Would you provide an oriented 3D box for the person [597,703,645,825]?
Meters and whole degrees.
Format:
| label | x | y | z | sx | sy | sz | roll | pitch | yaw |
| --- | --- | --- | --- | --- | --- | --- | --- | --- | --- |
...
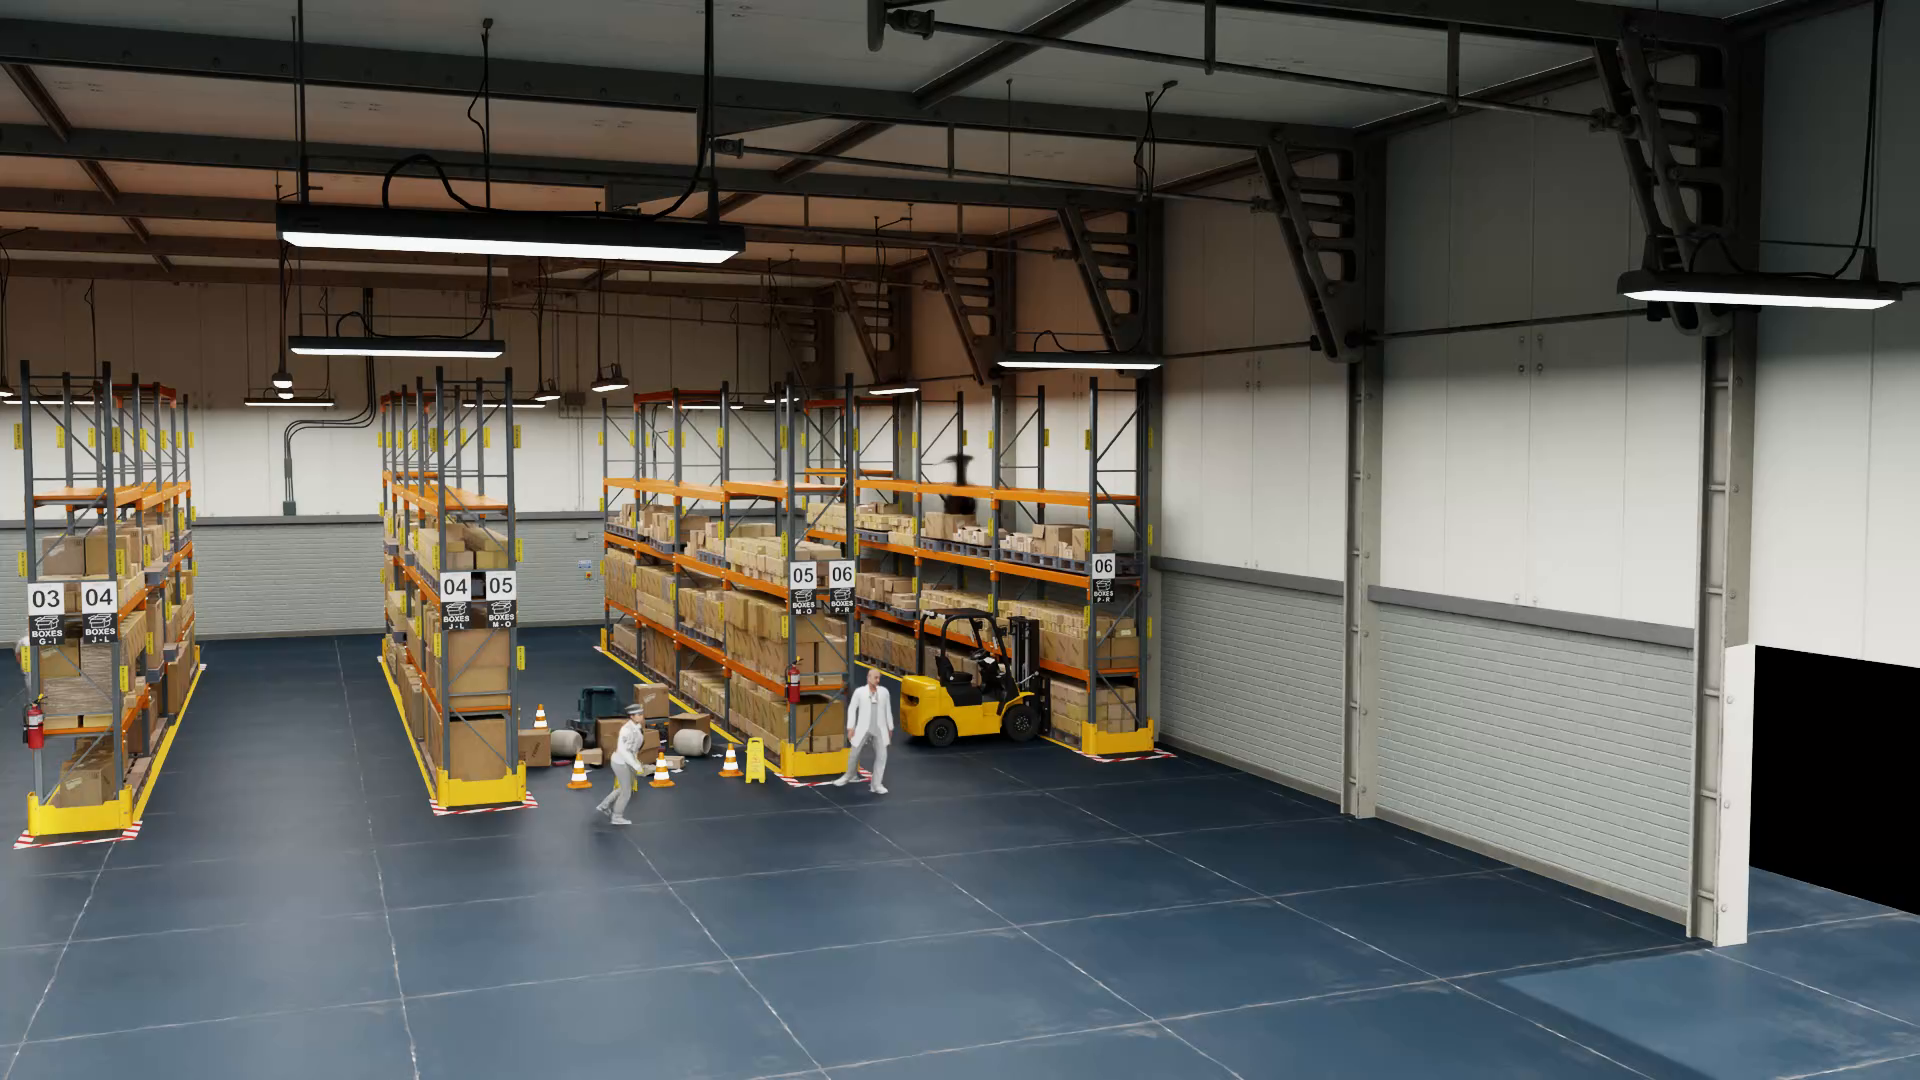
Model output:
| label | x | y | z | sx | sy | sz | roll | pitch | yaw |
| --- | --- | --- | --- | --- | --- | --- | --- | --- | --- |
| person | -4.399 | 2.902 | 21.577 | 0.689 | 1.604 | 0.576 | 0 | 3 | 7 |

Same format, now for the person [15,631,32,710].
| label | x | y | z | sx | sy | sz | roll | pitch | yaw |
| --- | --- | --- | --- | --- | --- | --- | --- | --- | --- |
| person | -16.835 | 2.340 | 30.276 | 0.672 | 1.689 | 0.869 | -3 | 5 | -43 |

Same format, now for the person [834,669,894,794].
| label | x | y | z | sx | sy | sz | roll | pitch | yaw |
| --- | --- | --- | --- | --- | --- | --- | --- | --- | --- |
| person | -1.352 | 2.700 | 23.647 | 0.834 | 1.751 | 0.707 | -1 | 4 | -13 |
